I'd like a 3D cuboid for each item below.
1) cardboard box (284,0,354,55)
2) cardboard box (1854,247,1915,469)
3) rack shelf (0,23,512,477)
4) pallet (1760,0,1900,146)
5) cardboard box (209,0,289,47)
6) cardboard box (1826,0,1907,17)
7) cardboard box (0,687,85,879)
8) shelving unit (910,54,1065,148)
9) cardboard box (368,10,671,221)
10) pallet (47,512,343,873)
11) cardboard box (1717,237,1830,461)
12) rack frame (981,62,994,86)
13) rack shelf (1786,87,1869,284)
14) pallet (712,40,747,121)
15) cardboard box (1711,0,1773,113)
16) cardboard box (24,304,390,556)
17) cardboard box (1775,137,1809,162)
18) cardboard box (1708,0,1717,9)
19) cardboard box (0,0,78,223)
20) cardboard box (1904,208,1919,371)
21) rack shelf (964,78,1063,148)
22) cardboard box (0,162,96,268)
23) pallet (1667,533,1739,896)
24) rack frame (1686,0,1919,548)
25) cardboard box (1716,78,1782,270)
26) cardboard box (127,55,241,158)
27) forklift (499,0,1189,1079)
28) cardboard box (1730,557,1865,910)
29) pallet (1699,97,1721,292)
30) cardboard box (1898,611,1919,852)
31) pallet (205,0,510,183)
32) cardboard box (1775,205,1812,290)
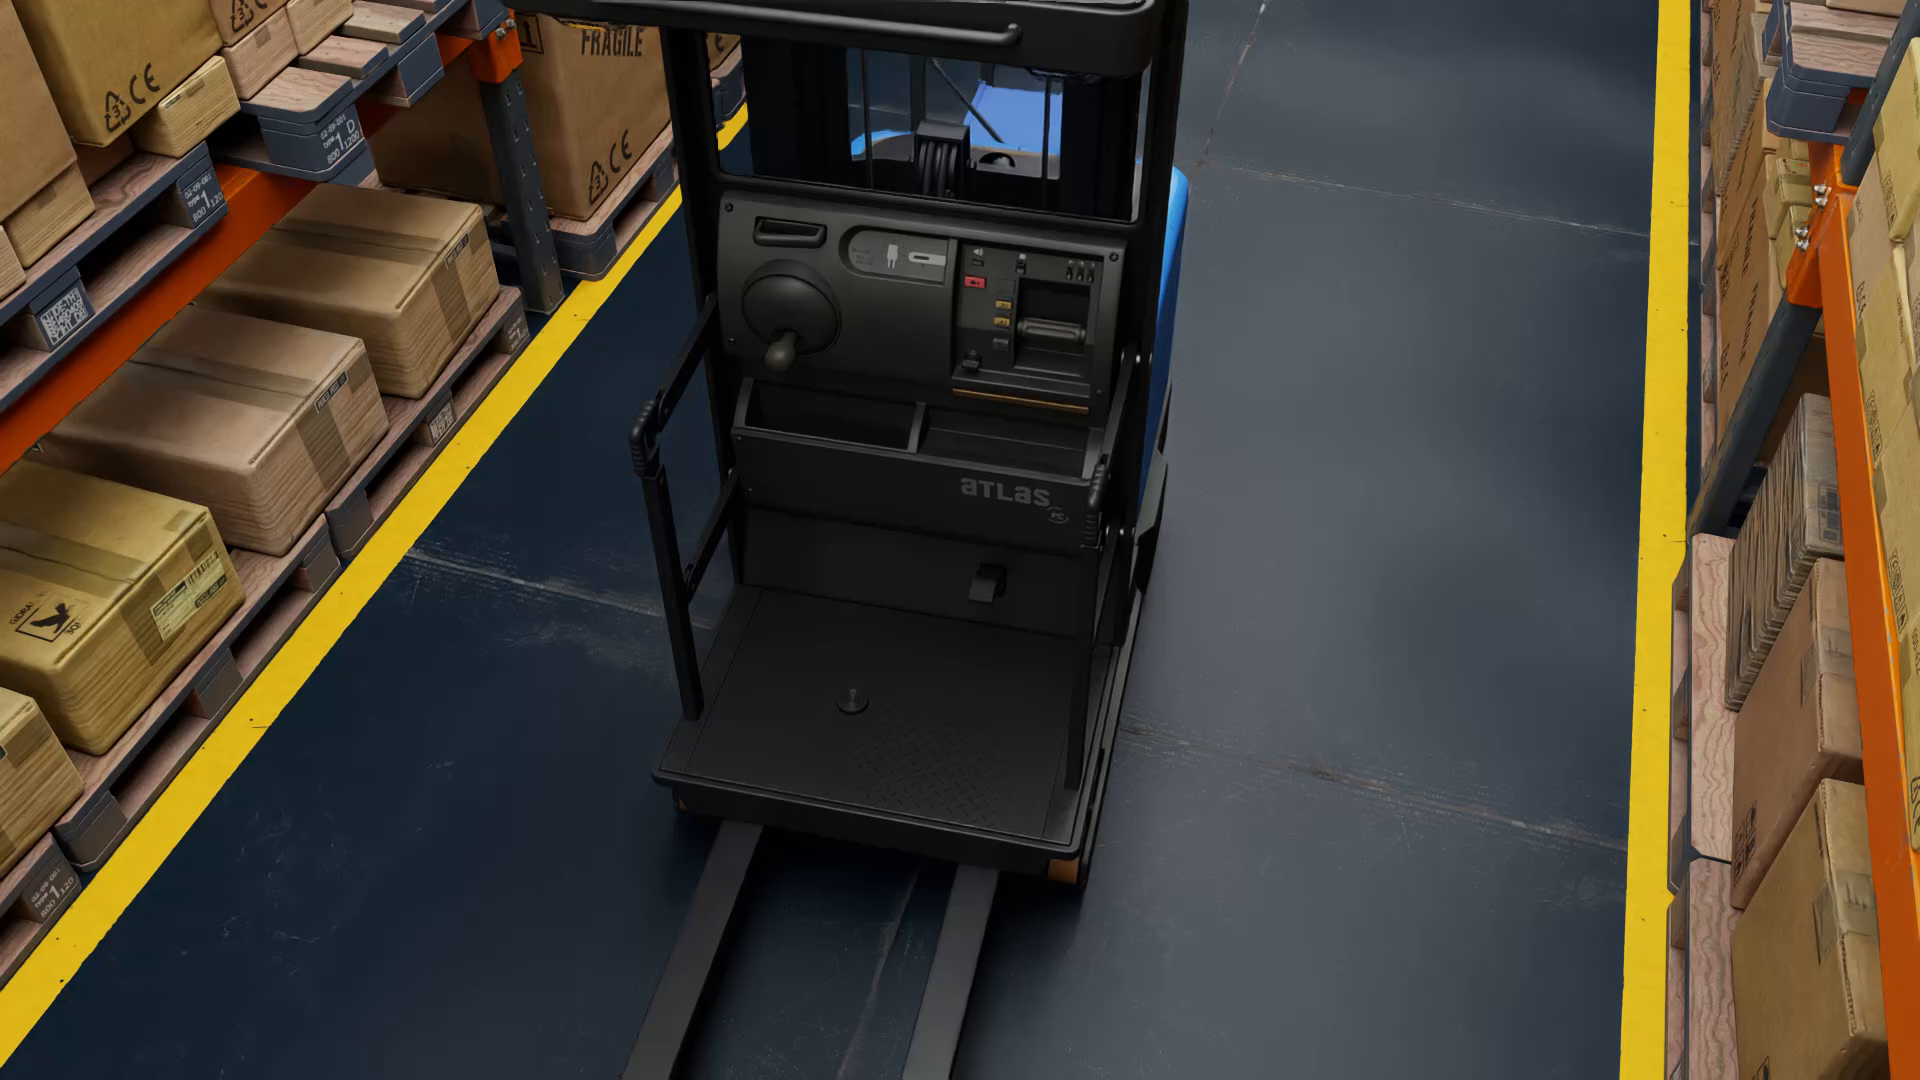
[{"bbox_3d":[-1.876,-1.452,4.469,0.380,0.149,0.250,12,46,12],"label":"cardboard box"},{"bbox_3d":[2.252,-0.351,3.571,0.500,0.250,0.500,12,46,12],"label":"cardboard box"},{"bbox_3d":[-2.561,-0.442,4.071,1.077,0.370,4.000,13,46,13],"label":"rack shelf"},{"bbox_3d":[2.915,-1.381,4.654,1.213,0.211,1.003,13,46,13],"label":"pallet"},{"bbox_3d":[-1.974,-1.615,4.171,0.500,0.500,0.500,12,46,12],"label":"cardboard box"},{"bbox_3d":[2.609,-1.562,4.581,0.380,0.149,0.250,13,46,13],"label":"cardboard box"},{"bbox_3d":[-2.796,0.593,4.077,0.950,0.372,0.625,15,46,15],"label":"cardboard box"},{"bbox_3d":[0.211,-1.355,5.562,0.538,1.500,1.048,9,45,9],"label":"shelving unit"},{"bbox_3d":[-1.667,-1.865,6.230,0.875,0.875,0.875,12,46,12],"label":"cardboard box"},{"bbox_3d":[-2.565,0.296,4.797,1.003,0.211,1.213,13,46,13],"label":"pallet"},{"bbox_3d":[2.699,-0.567,5.172,0.500,0.500,0.500,14,46,14],"label":"cardboard box"},{"bbox_3d":[0.323,-1.701,5.916,0.500,1.500,0.032,9,45,9],"label":"rack frame"},{"bbox_3d":[3.382,-2.059,5.724,1.077,0.370,4.000,13,46,13],"label":"rack shelf"},{"bbox_3d":[-1.274,-2.355,7.506,1.003,0.211,1.213,13,46,13],"label":"pallet"},{"bbox_3d":[3.319,-1.942,6.577,0.500,0.500,0.500,11,45,11],"label":"cardboard box"},{"bbox_3d":[-2.352,-0.375,5.067,0.950,0.372,0.625,12,46,12],"label":"cardboard box"},{"bbox_3d":[2.859,-1.209,5.364,0.380,0.149,0.250,11,45,11],"label":"cardboard box"},{"bbox_3d":[3.627,-2.631,7.281,0.500,0.500,0.500,14,46,14],"label":"cardboard box"},{"bbox_3d":[-2.292,-0.915,3.456,0.500,0.500,0.500,11,45,11],"label":"cardboard box"},{"bbox_3d":[2.256,-0.531,3.397,0.500,0.250,0.500,14,46,14],"label":"cardboard box"},{"bbox_3d":[0.211,-1.226,5.688,0.538,0.185,1.000,9,45,9],"label":"rack shelf"},{"bbox_3d":[-2.224,-0.774,3.776,0.380,0.149,0.250,11,45,11],"label":"cardboard box"},{"bbox_3d":[2.490,0.554,4.533,1.003,0.211,1.213,13,46,13],"label":"pallet"},{"bbox_3d":[2.776,-0.983,4.110,1.000,3.000,0.127,13,46,13],"label":"rack frame"},{"bbox_3d":[3.017,-1.248,5.867,0.500,0.500,0.500,14,46,14],"label":"cardboard box"},{"bbox_3d":[-2.030,-1.100,4.109,0.380,0.149,0.250,13,46,13],"label":"cardboard box"},{"bbox_3d":[-0.144,-0.450,3.614,1.130,2.935,3.031,9,45,9],"label":"forklift"},{"bbox_3d":[2.384,0.566,3.925,0.875,0.625,0.625,14,46,14],"label":"cardboard box"},{"bbox_3d":[3.410,-1.286,6.414,1.003,0.211,1.213,13,46,13],"label":"pallet"},{"bbox_3d":[1.944,0.339,2.866,0.500,0.250,0.500,14,46,14],"label":"cardboard box"},{"bbox_3d":[-2.070,-1.466,4.740,1.213,0.211,1.003,13,46,13],"label":"pallet"},{"bbox_3d":[2.684,-0.854,5.002,0.380,0.149,0.250,10,45,11],"label":"cardboard box"}]
